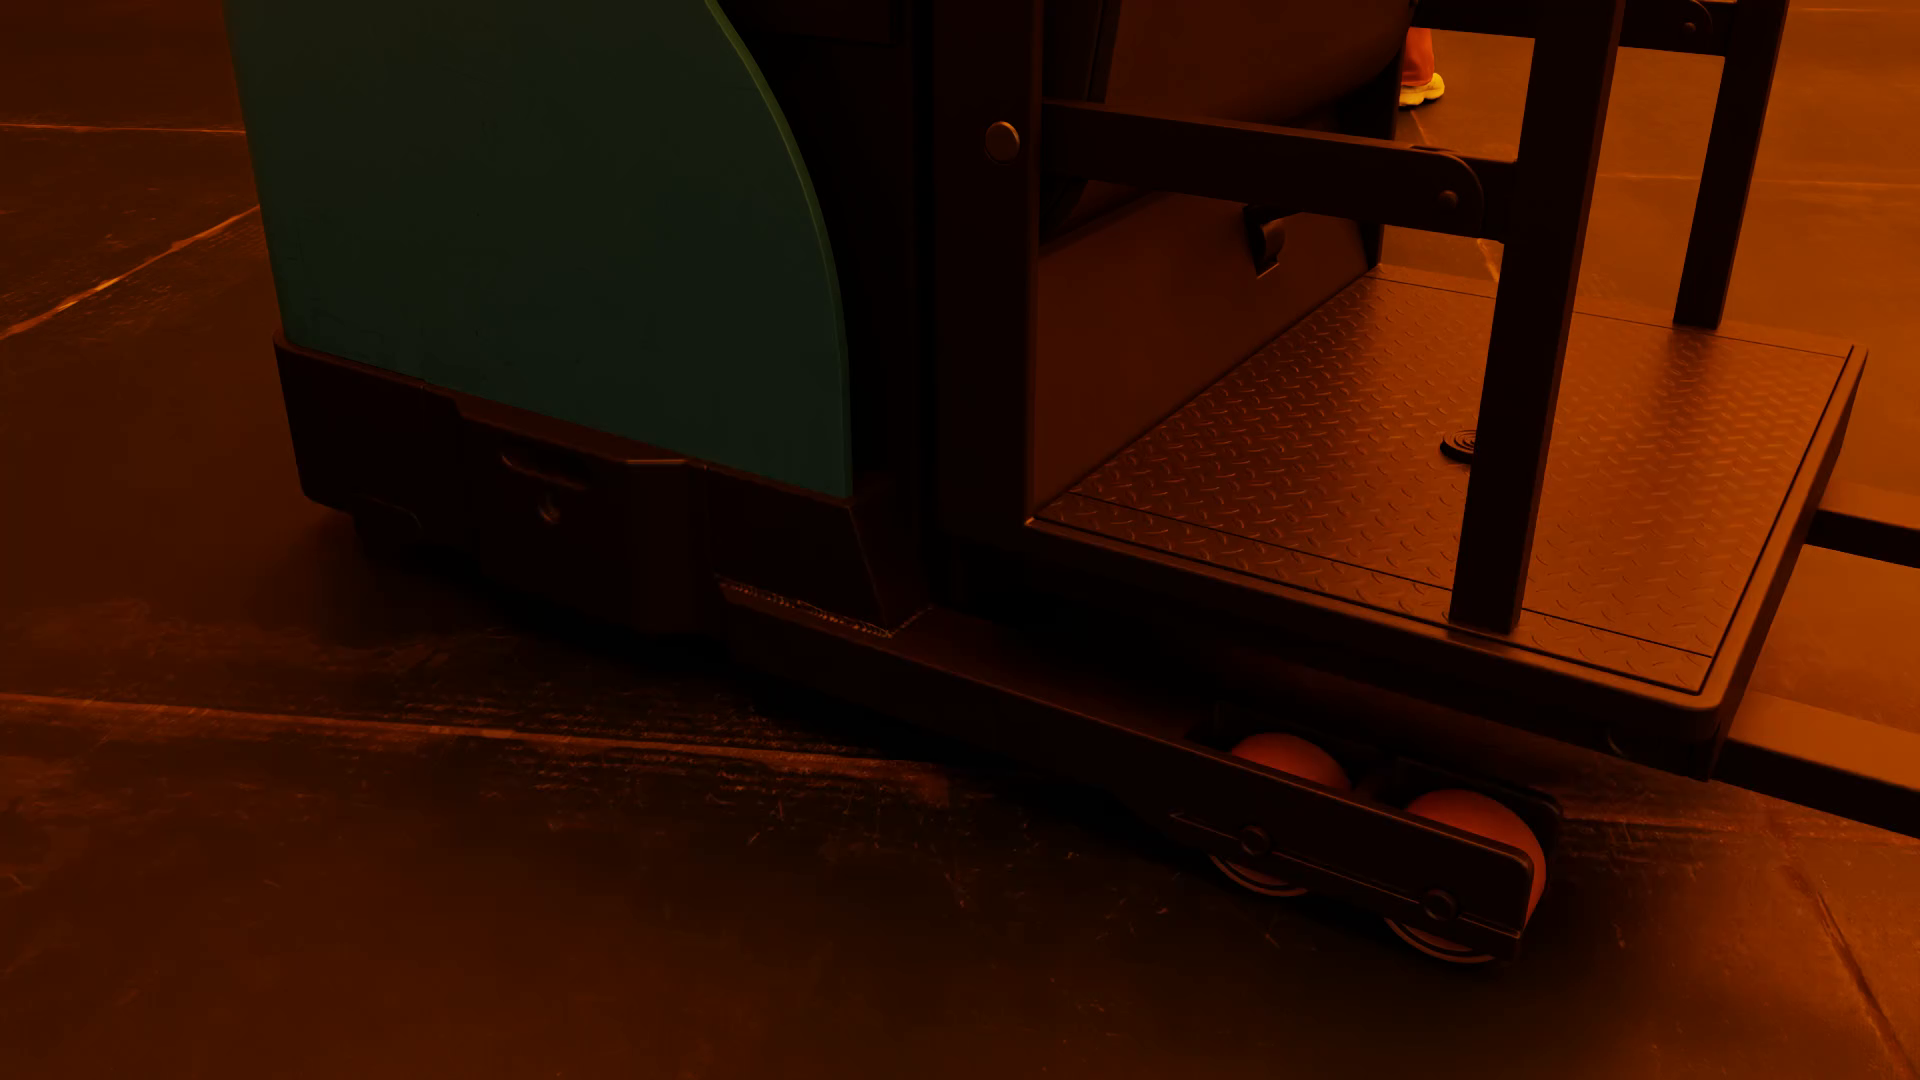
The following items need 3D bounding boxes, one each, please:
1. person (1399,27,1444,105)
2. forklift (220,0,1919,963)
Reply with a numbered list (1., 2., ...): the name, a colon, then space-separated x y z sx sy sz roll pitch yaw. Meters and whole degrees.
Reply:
1. person: 1.215 -2.133 4.882 0.553 1.674 0.548 11 28 20
2. forklift: 0.525 -1.163 1.548 3.031 2.935 1.130 16 31 29
